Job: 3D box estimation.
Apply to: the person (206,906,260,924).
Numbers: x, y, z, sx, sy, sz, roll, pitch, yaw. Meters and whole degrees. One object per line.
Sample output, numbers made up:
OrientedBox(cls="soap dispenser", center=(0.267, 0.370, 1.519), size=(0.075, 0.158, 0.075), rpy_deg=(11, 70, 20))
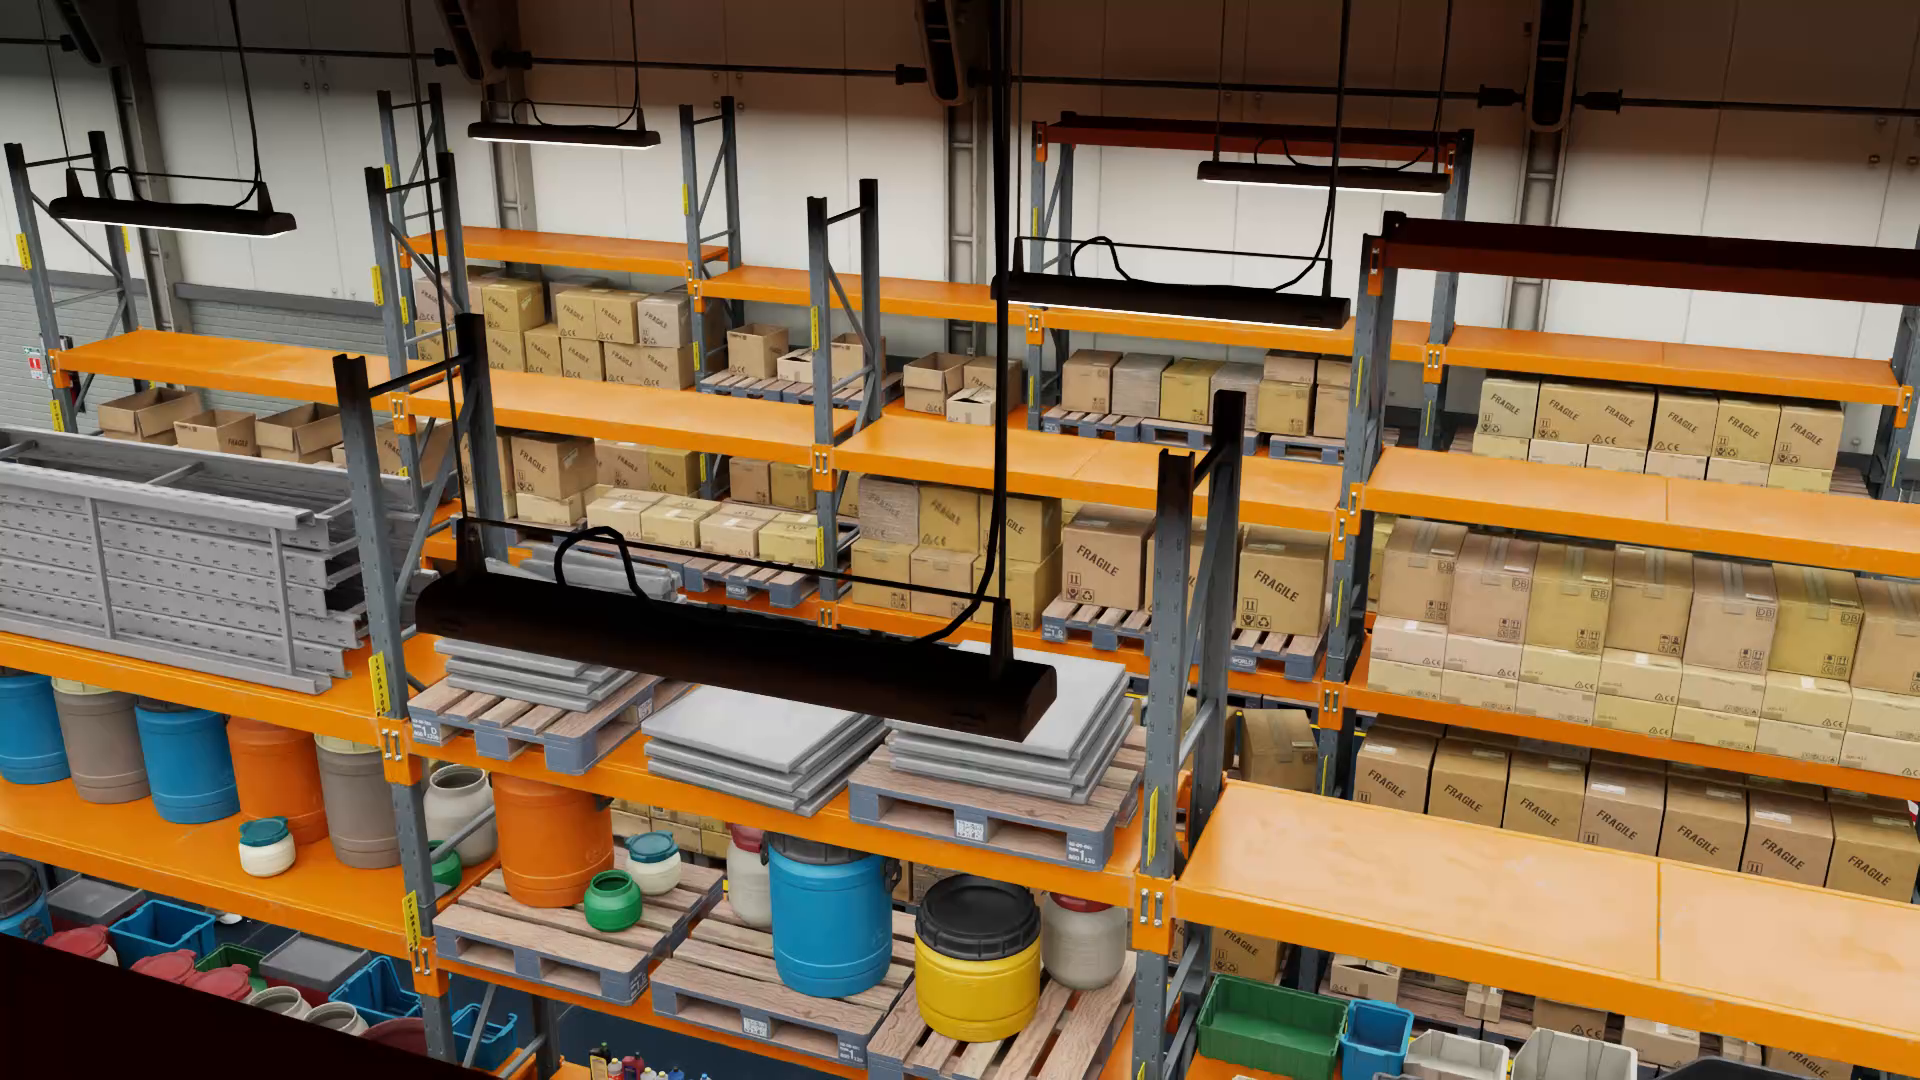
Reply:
OrientedBox(cls="person", center=(-6.020, 2.455, 13.621), size=(0.606, 1.669, 0.459), rpy_deg=(4, 21, 10))

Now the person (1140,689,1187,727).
OrientedBox(cls="person", center=(2.010, 1.470, 16.180), size=(1.034, 1.628, 0.565), rpy_deg=(7, 22, 18))
